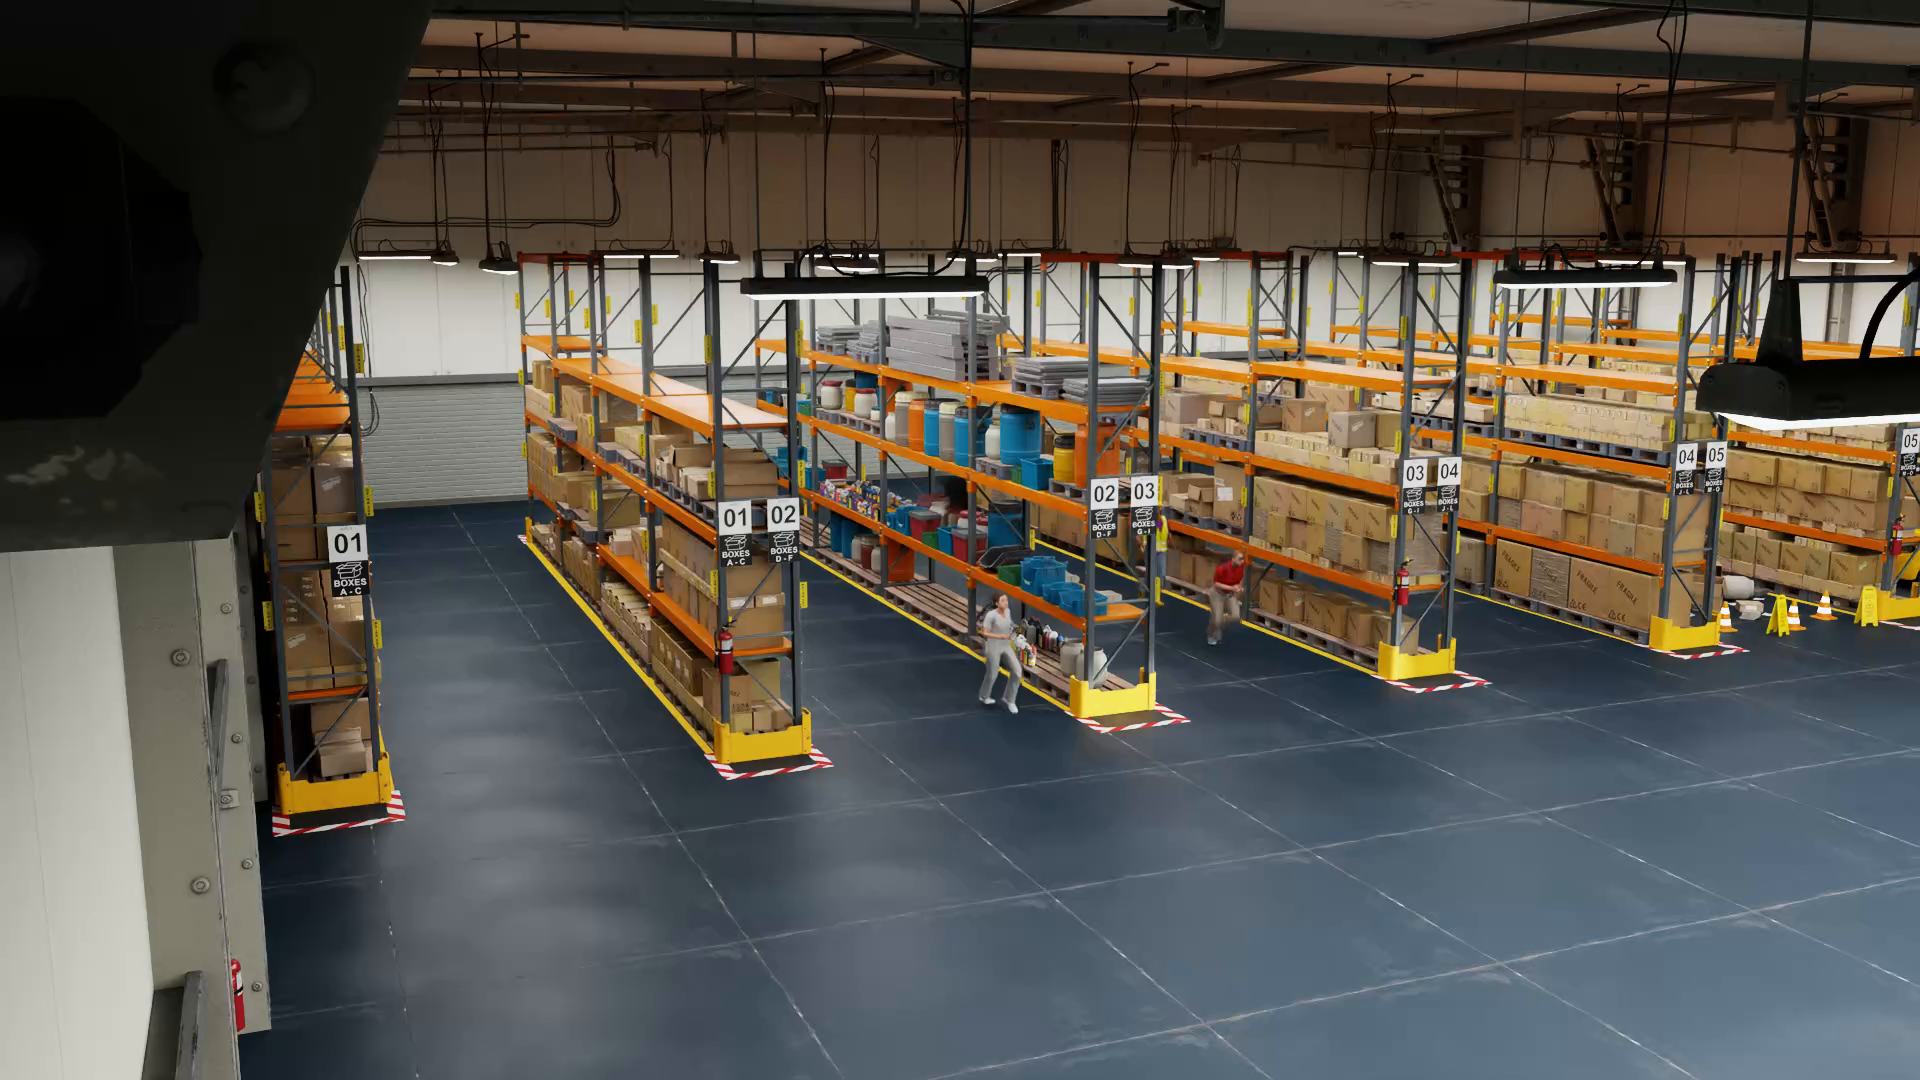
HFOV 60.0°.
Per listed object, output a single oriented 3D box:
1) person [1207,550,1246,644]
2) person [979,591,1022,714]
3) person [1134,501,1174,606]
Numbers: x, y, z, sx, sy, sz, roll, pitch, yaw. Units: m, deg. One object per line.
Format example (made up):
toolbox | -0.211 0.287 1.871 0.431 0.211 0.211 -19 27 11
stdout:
person | 4.158 0.886 25.667 0.689 1.567 0.911 -5 12 -27
person | 0.512 1.495 22.316 0.582 1.674 0.775 -7 13 -34
person | 3.227 0.194 27.560 0.723 1.756 0.590 -6 12 -28
